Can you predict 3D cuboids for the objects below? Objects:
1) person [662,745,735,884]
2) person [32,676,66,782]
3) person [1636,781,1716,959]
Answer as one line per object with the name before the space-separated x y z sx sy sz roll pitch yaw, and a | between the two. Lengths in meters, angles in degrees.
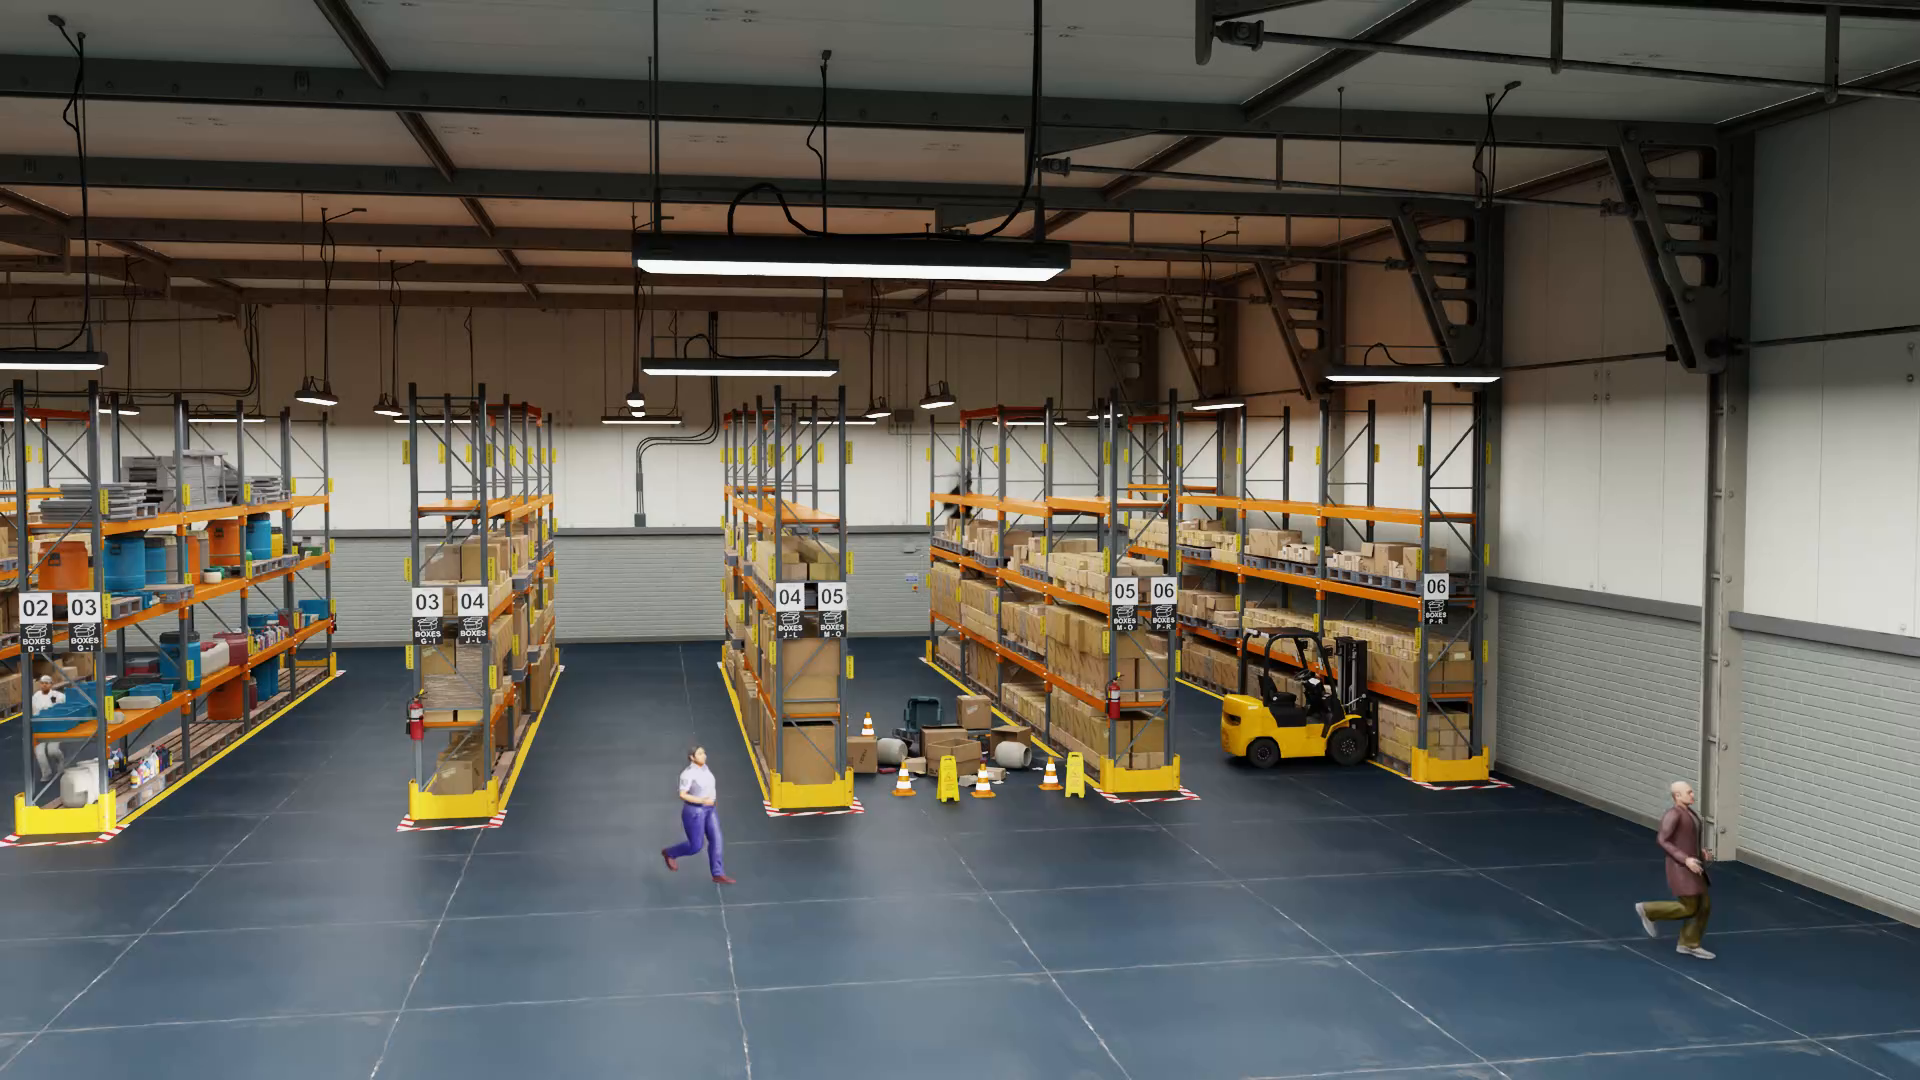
person | -3.048 3.203 19.496 0.932 1.614 0.621 1 3 27
person | -14.045 2.901 25.572 0.602 1.606 0.548 -1 3 -11
person | 7.251 3.292 16.693 0.686 1.743 0.711 3 4 43
